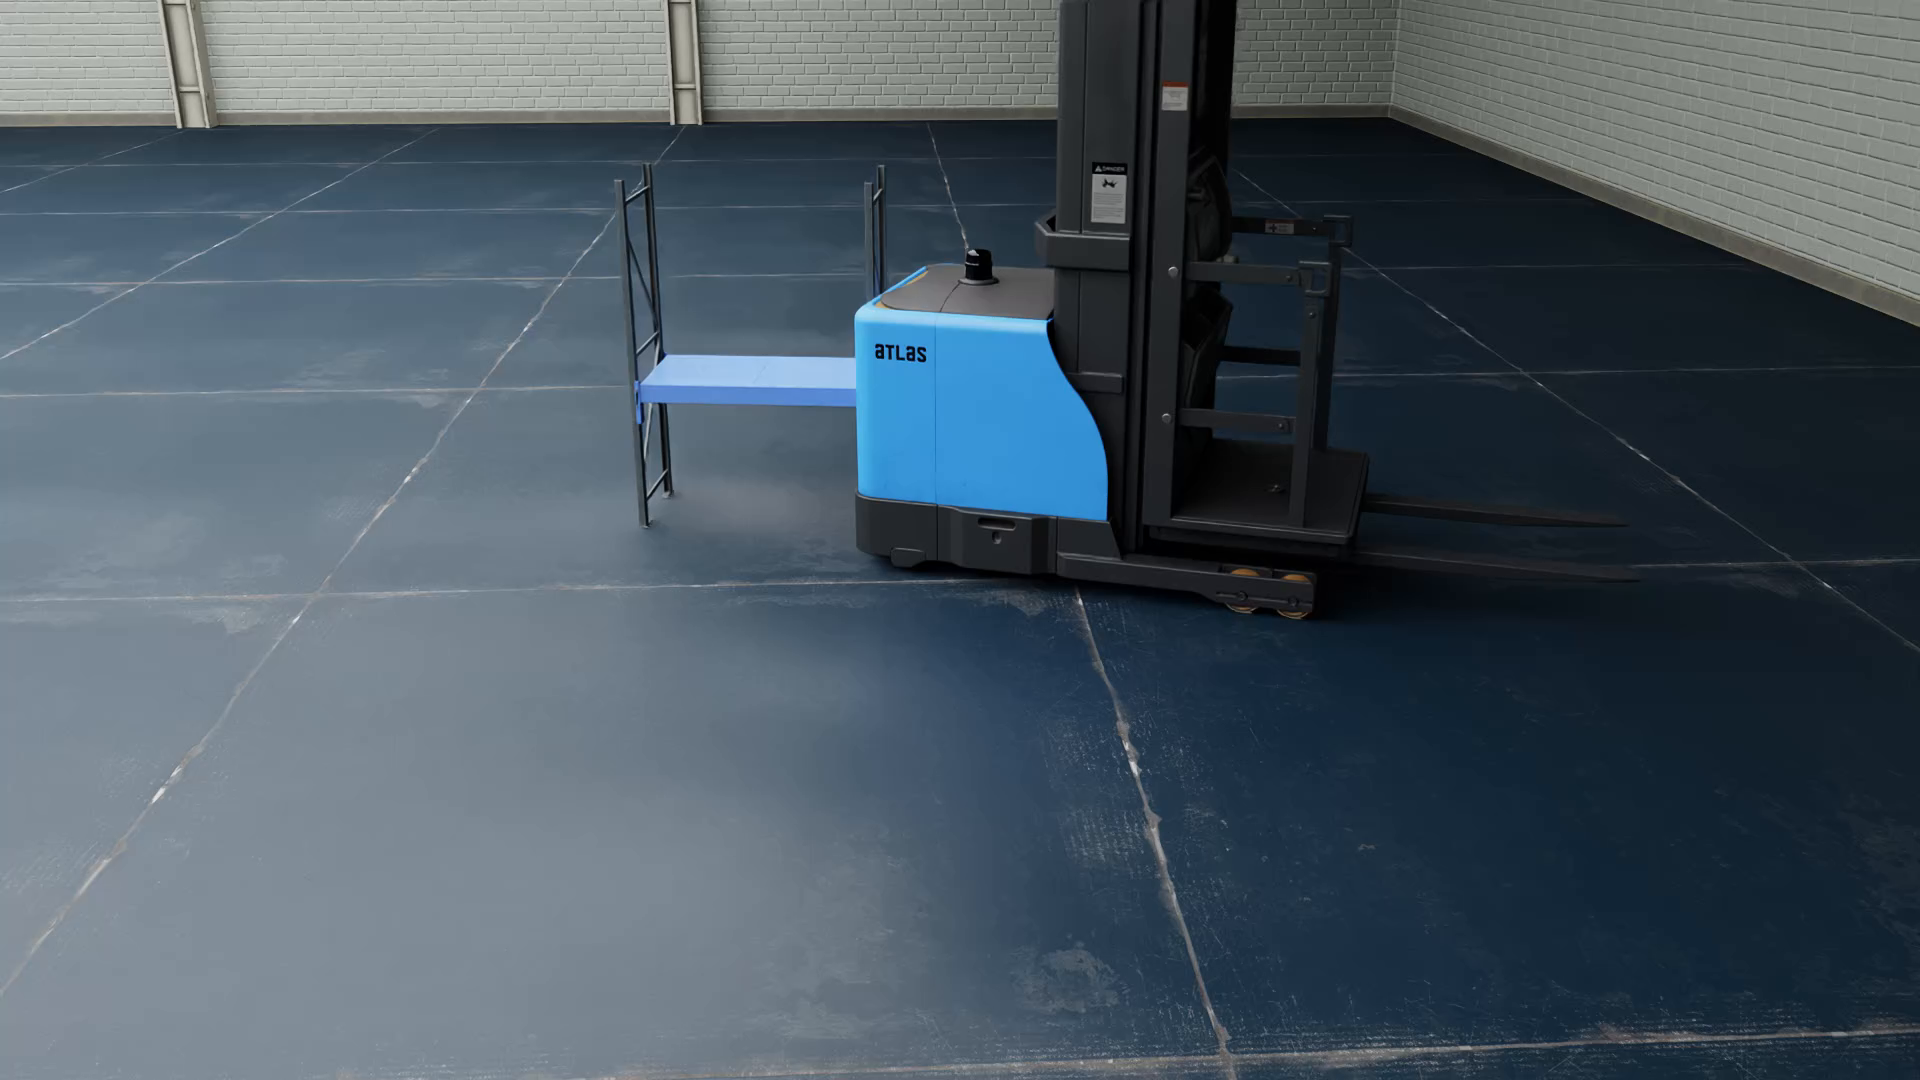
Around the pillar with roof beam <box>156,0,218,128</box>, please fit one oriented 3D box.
[{"bbox_3d":[-9.159,-7.781,14.911,0.400,9.000,9.100,-1,21,-3],"label":"pillar with roof beam"}]

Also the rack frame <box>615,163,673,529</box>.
[{"bbox_3d":[-1.365,-0.840,7.220,0.032,1.500,0.500,1,21,4],"label":"rack frame"}]

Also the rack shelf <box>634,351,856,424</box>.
[{"bbox_3d":[-0.858,-0.660,7.252,1.000,0.185,0.538,1,21,4],"label":"rack shelf"}]

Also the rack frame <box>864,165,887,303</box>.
[{"bbox_3d":[-0.351,-0.816,7.156,0.032,1.500,0.500,1,21,4],"label":"rack frame"}]

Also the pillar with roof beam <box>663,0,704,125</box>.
[{"bbox_3d":[-3.169,-7.903,15.231,0.400,9.000,9.100,-1,21,-3],"label":"pillar with roof beam"}]

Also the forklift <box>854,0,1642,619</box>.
[{"bbox_3d":[1.147,-1.281,6.366,3.031,2.935,1.130,6,22,15],"label":"forklift"}]

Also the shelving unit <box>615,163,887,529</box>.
[{"bbox_3d":[-0.858,-0.828,7.188,1.048,1.500,0.538,1,21,4],"label":"shelving unit"}]
